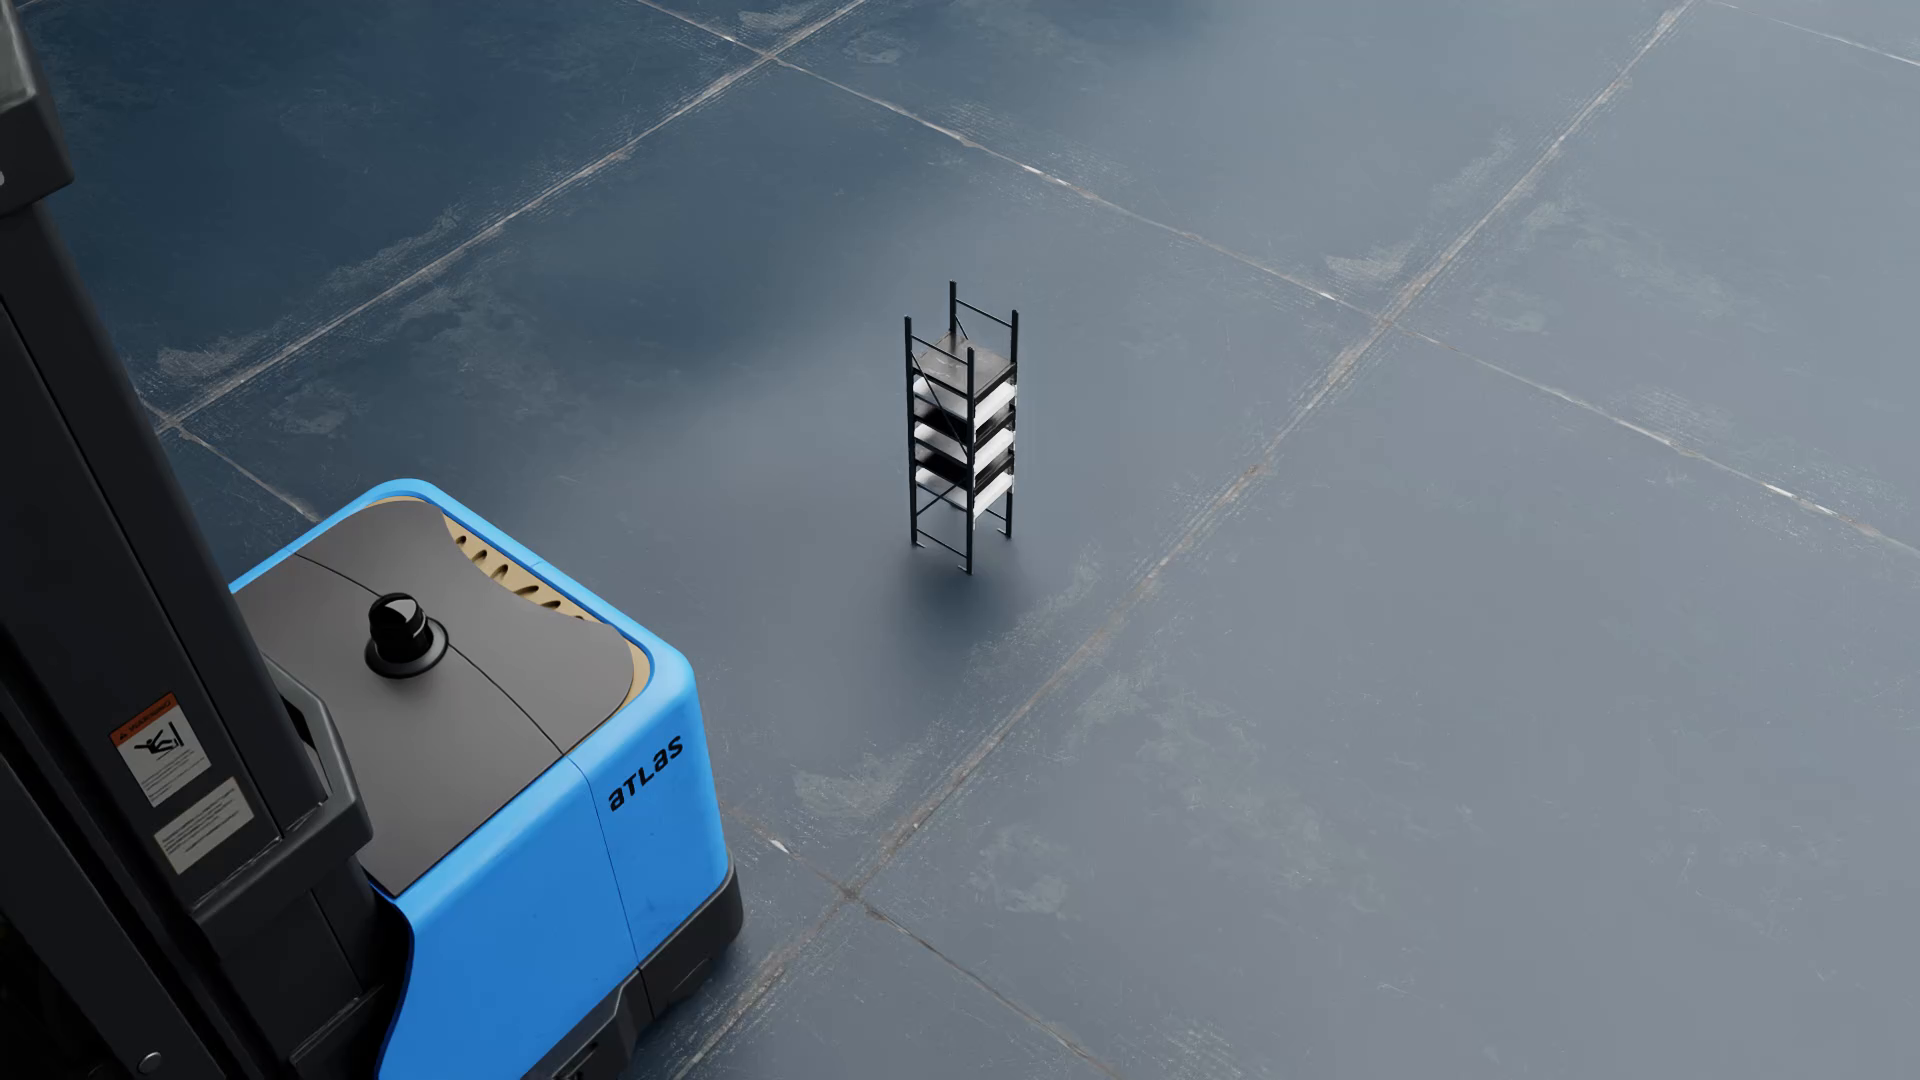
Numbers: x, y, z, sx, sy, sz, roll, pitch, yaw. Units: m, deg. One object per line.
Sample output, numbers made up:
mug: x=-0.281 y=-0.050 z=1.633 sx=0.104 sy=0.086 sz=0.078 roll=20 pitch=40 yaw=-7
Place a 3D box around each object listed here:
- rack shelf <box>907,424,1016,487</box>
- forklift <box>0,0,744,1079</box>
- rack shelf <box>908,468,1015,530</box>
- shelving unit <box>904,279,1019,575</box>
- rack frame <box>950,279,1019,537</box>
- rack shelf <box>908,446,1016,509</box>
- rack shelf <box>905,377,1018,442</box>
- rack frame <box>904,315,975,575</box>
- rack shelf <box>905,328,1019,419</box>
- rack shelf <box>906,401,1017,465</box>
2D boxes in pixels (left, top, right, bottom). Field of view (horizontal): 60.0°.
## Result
rack shelf: x=0.005 y=-0.292 z=4.953 sx=0.258 sy=0.077 sz=0.200 roll=29 pitch=53 yaw=25
forklift: x=-1.862 y=0.608 z=2.642 sx=1.130 sy=2.935 sz=3.031 roll=30 pitch=53 yaw=26
rack shelf: x=0.005 y=-0.168 z=5.083 sx=0.258 sy=0.077 sz=0.200 roll=29 pitch=53 yaw=25
shelving unit: x=0.005 y=-0.315 z=4.929 sx=0.258 sy=0.900 sz=0.210 roll=29 pitch=53 yaw=25
rack frame: x=0.067 y=-0.374 z=4.985 sx=0.240 sy=0.900 sz=0.006 roll=29 pitch=53 yaw=25
rack shelf: x=0.005 y=-0.230 z=5.018 sx=0.258 sy=0.077 sz=0.200 roll=29 pitch=53 yaw=25
rack shelf: x=0.005 y=-0.417 z=4.823 sx=0.258 sy=0.077 sz=0.200 roll=29 pitch=53 yaw=25
rack frame: x=-0.057 y=-0.257 z=4.873 sx=0.240 sy=0.900 sz=0.006 roll=29 pitch=53 yaw=25
rack shelf: x=0.005 y=-0.479 z=4.758 sx=0.258 sy=0.077 sz=0.200 roll=29 pitch=53 yaw=25
rack shelf: x=0.005 y=-0.355 z=4.888 sx=0.258 sy=0.077 sz=0.200 roll=29 pitch=53 yaw=25
